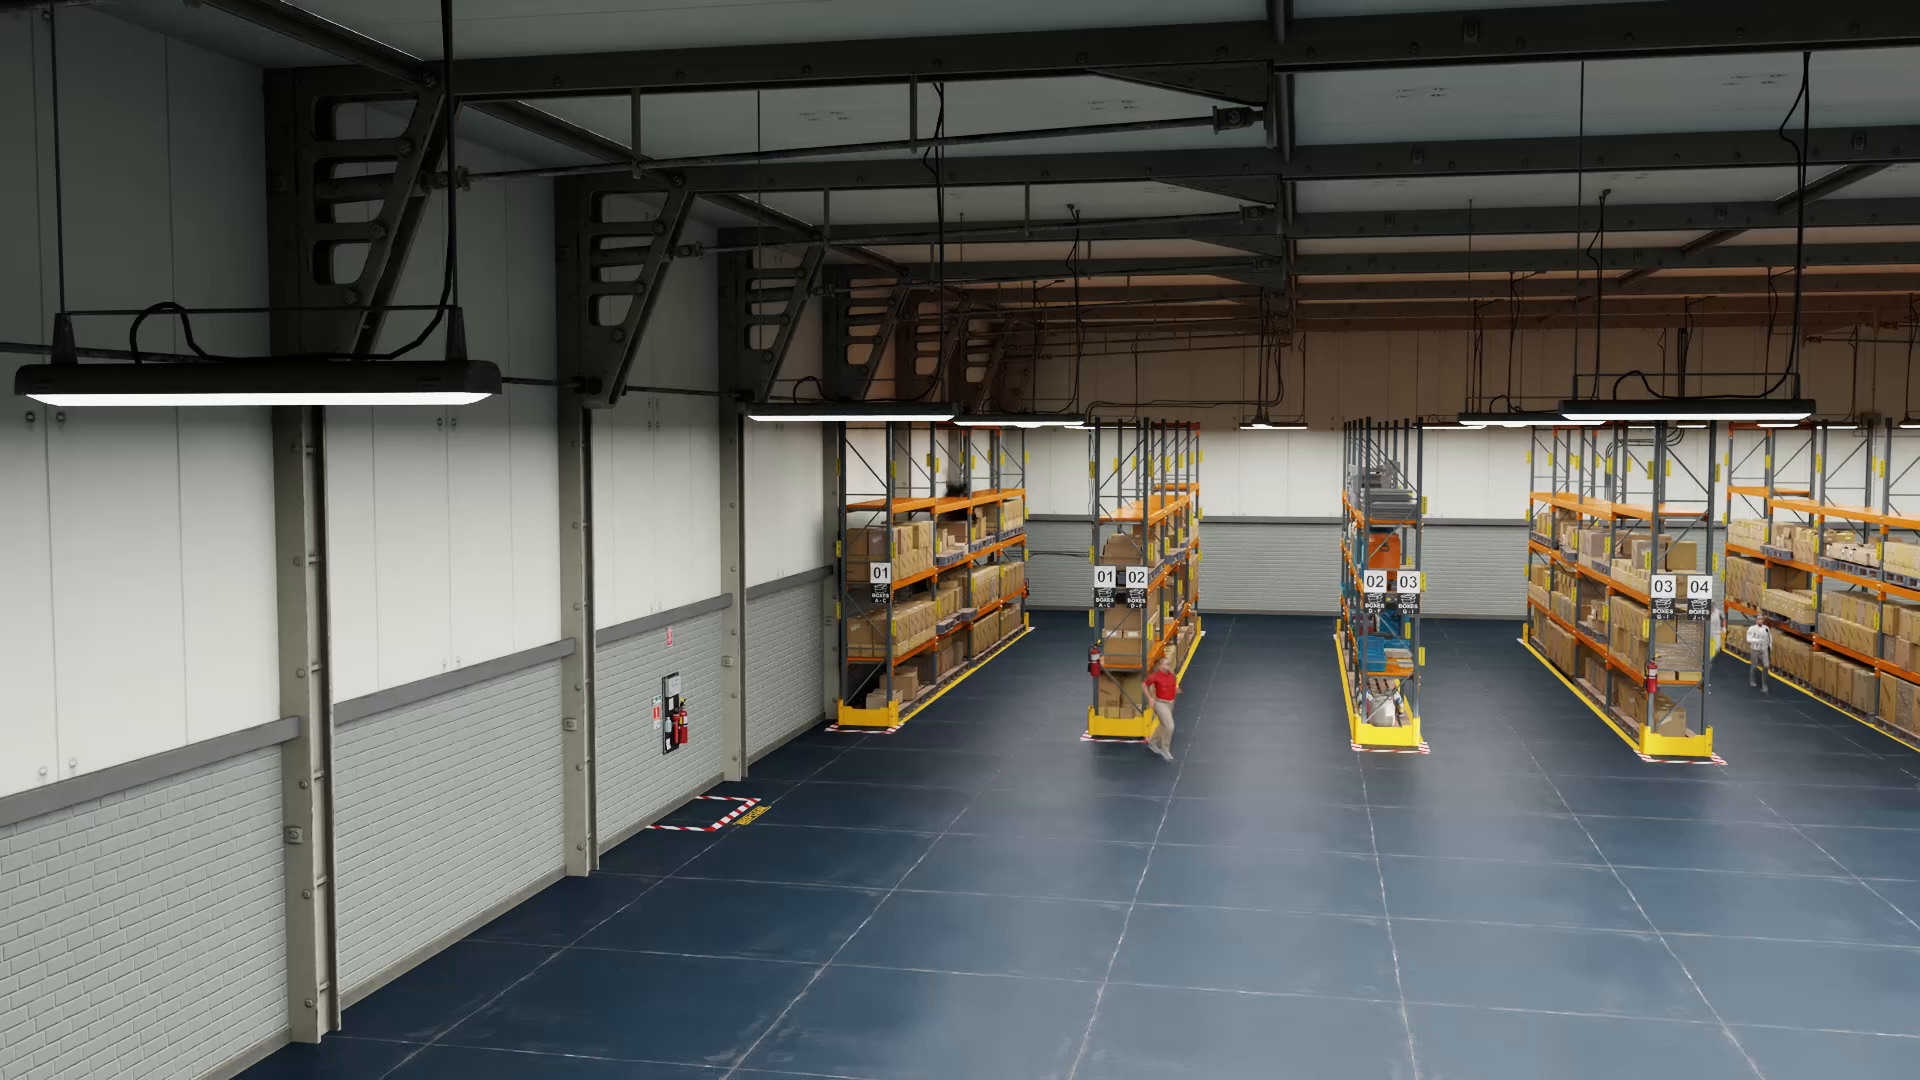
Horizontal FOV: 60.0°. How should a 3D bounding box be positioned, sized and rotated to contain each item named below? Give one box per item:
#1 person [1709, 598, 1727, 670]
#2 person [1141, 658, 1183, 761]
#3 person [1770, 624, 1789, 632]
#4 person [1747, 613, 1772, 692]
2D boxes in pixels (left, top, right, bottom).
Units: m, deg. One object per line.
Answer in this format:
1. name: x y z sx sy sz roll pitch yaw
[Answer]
1. person: 18.037 2.263 39.888 0.669 1.742 0.519 1 4 20
2. person: 3.596 2.972 29.253 0.749 1.794 0.637 3 5 41
3. person: 21.929 1.963 44.779 0.704 1.693 0.901 -1 4 -16
4. person: 17.735 2.482 36.886 0.577 1.744 0.727 1 4 12
